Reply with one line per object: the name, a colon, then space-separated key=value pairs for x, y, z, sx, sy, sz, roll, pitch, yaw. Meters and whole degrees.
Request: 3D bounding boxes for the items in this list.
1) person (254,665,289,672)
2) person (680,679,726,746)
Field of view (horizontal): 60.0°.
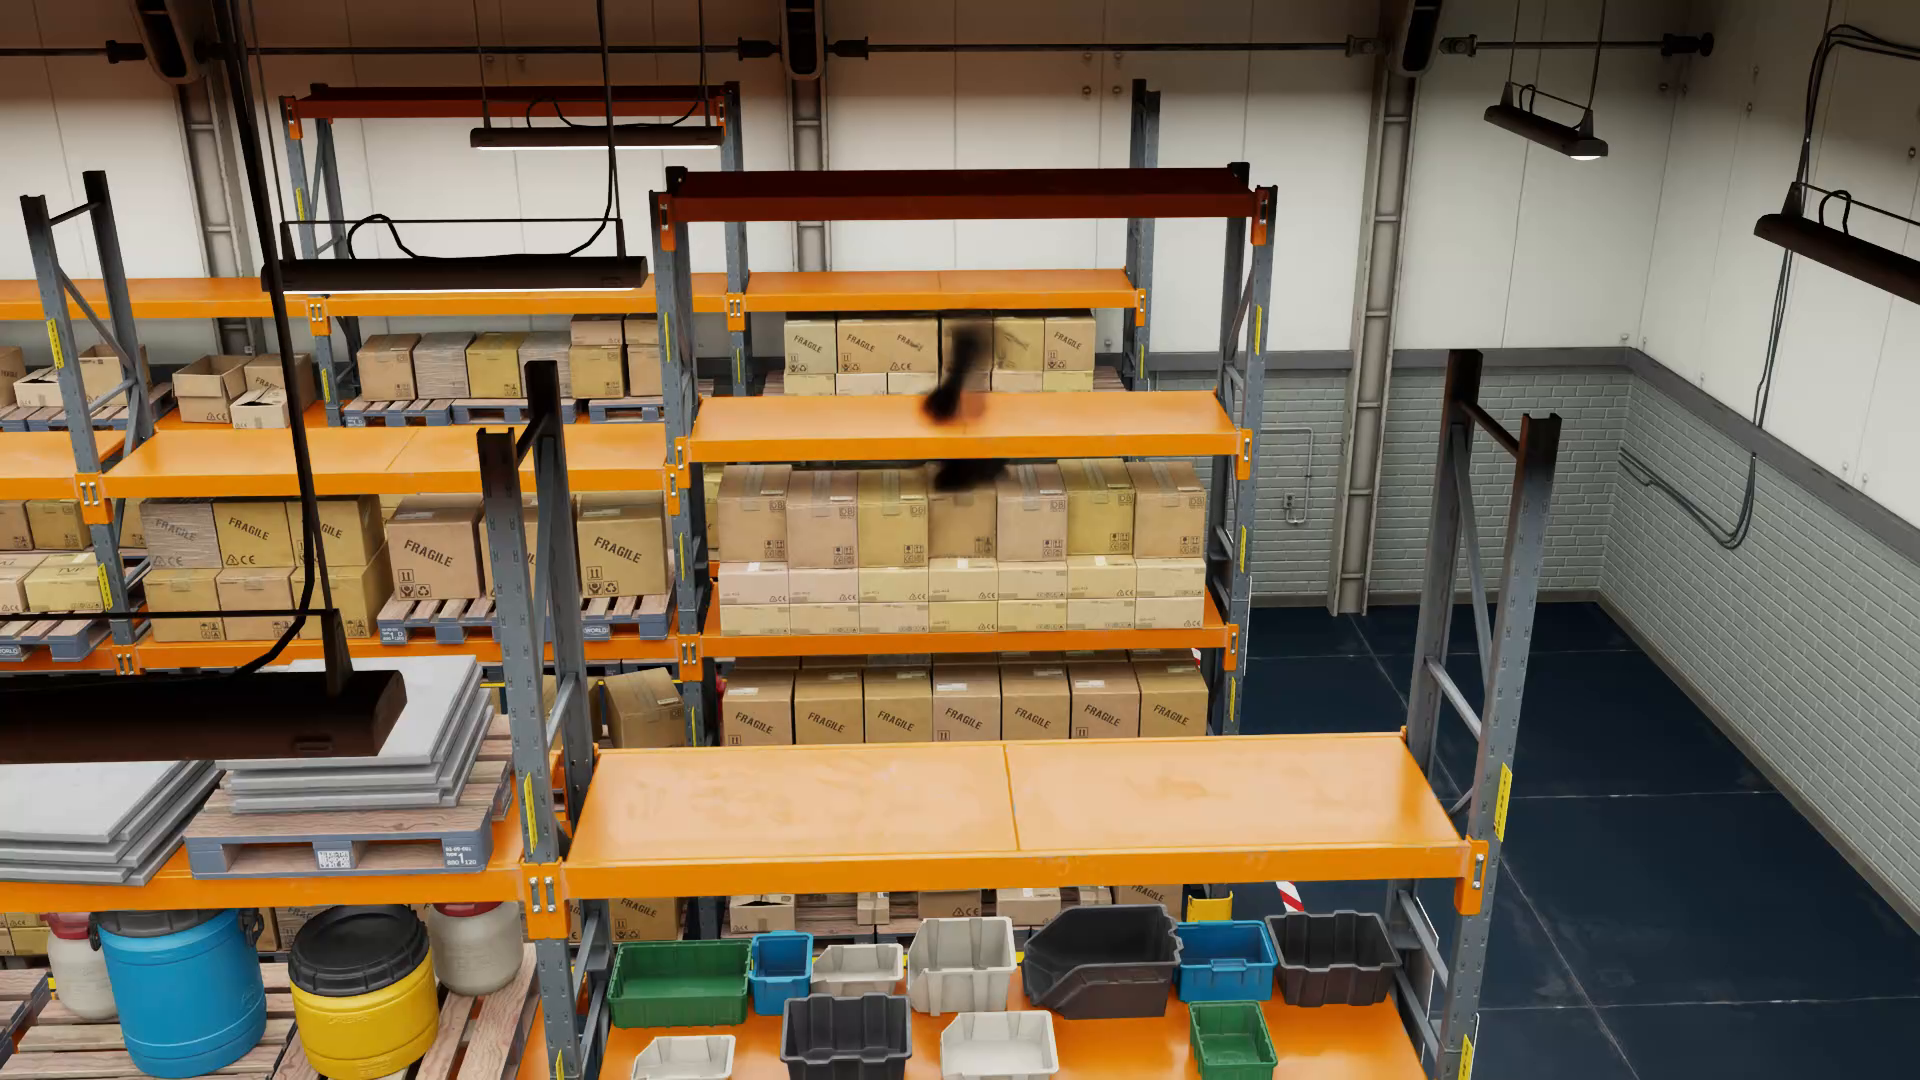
person: x=-5.672 y=1.801 z=14.451 sx=0.990 sy=1.725 sz=0.717 roll=-6 pitch=23 yaw=-15
person: x=-2.205 y=1.679 z=14.809 sx=0.929 sy=1.664 sz=0.591 roll=-2 pitch=22 yaw=-6
